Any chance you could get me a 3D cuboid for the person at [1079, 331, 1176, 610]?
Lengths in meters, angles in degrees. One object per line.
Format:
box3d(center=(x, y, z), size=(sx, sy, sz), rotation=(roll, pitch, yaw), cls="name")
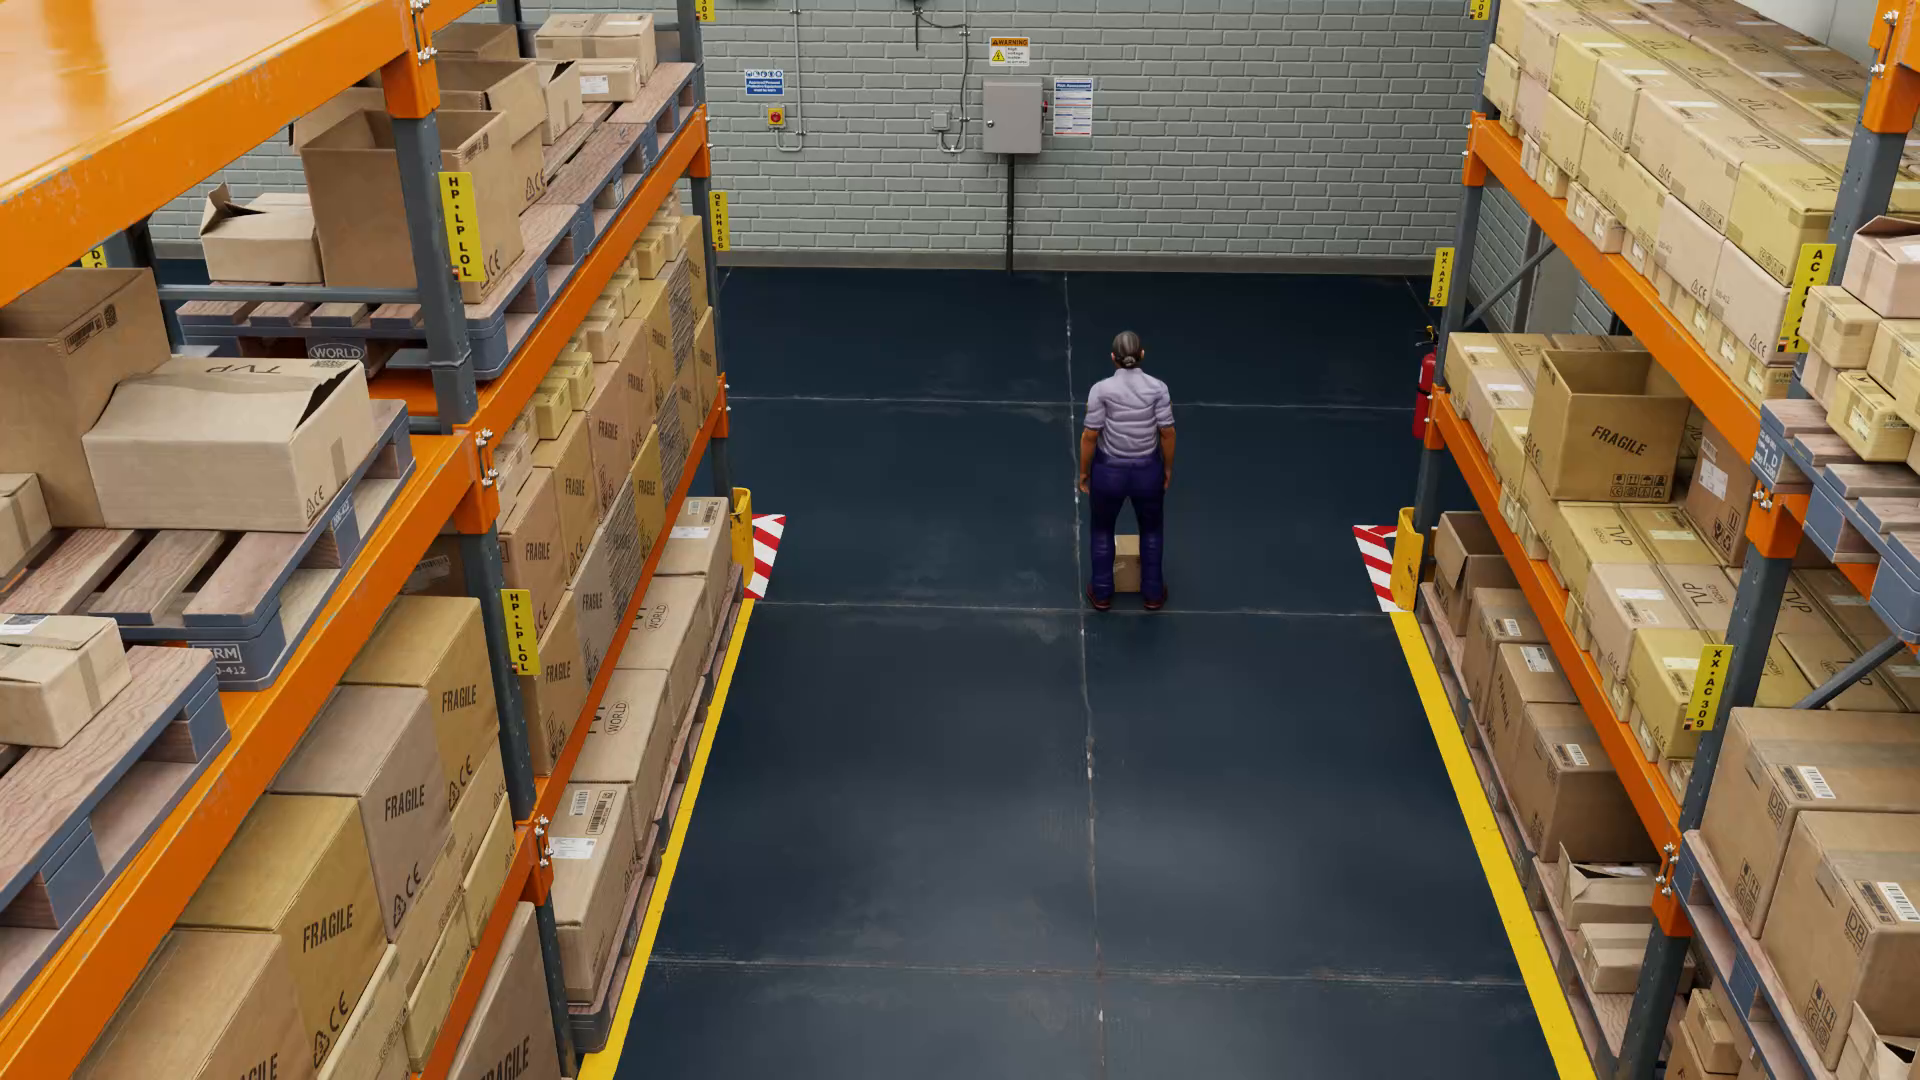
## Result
box3d(center=(0.950, -0.367, 9.316), size=(0.554, 1.651, 0.369), rotation=(-1, 28, -1), cls="person")
